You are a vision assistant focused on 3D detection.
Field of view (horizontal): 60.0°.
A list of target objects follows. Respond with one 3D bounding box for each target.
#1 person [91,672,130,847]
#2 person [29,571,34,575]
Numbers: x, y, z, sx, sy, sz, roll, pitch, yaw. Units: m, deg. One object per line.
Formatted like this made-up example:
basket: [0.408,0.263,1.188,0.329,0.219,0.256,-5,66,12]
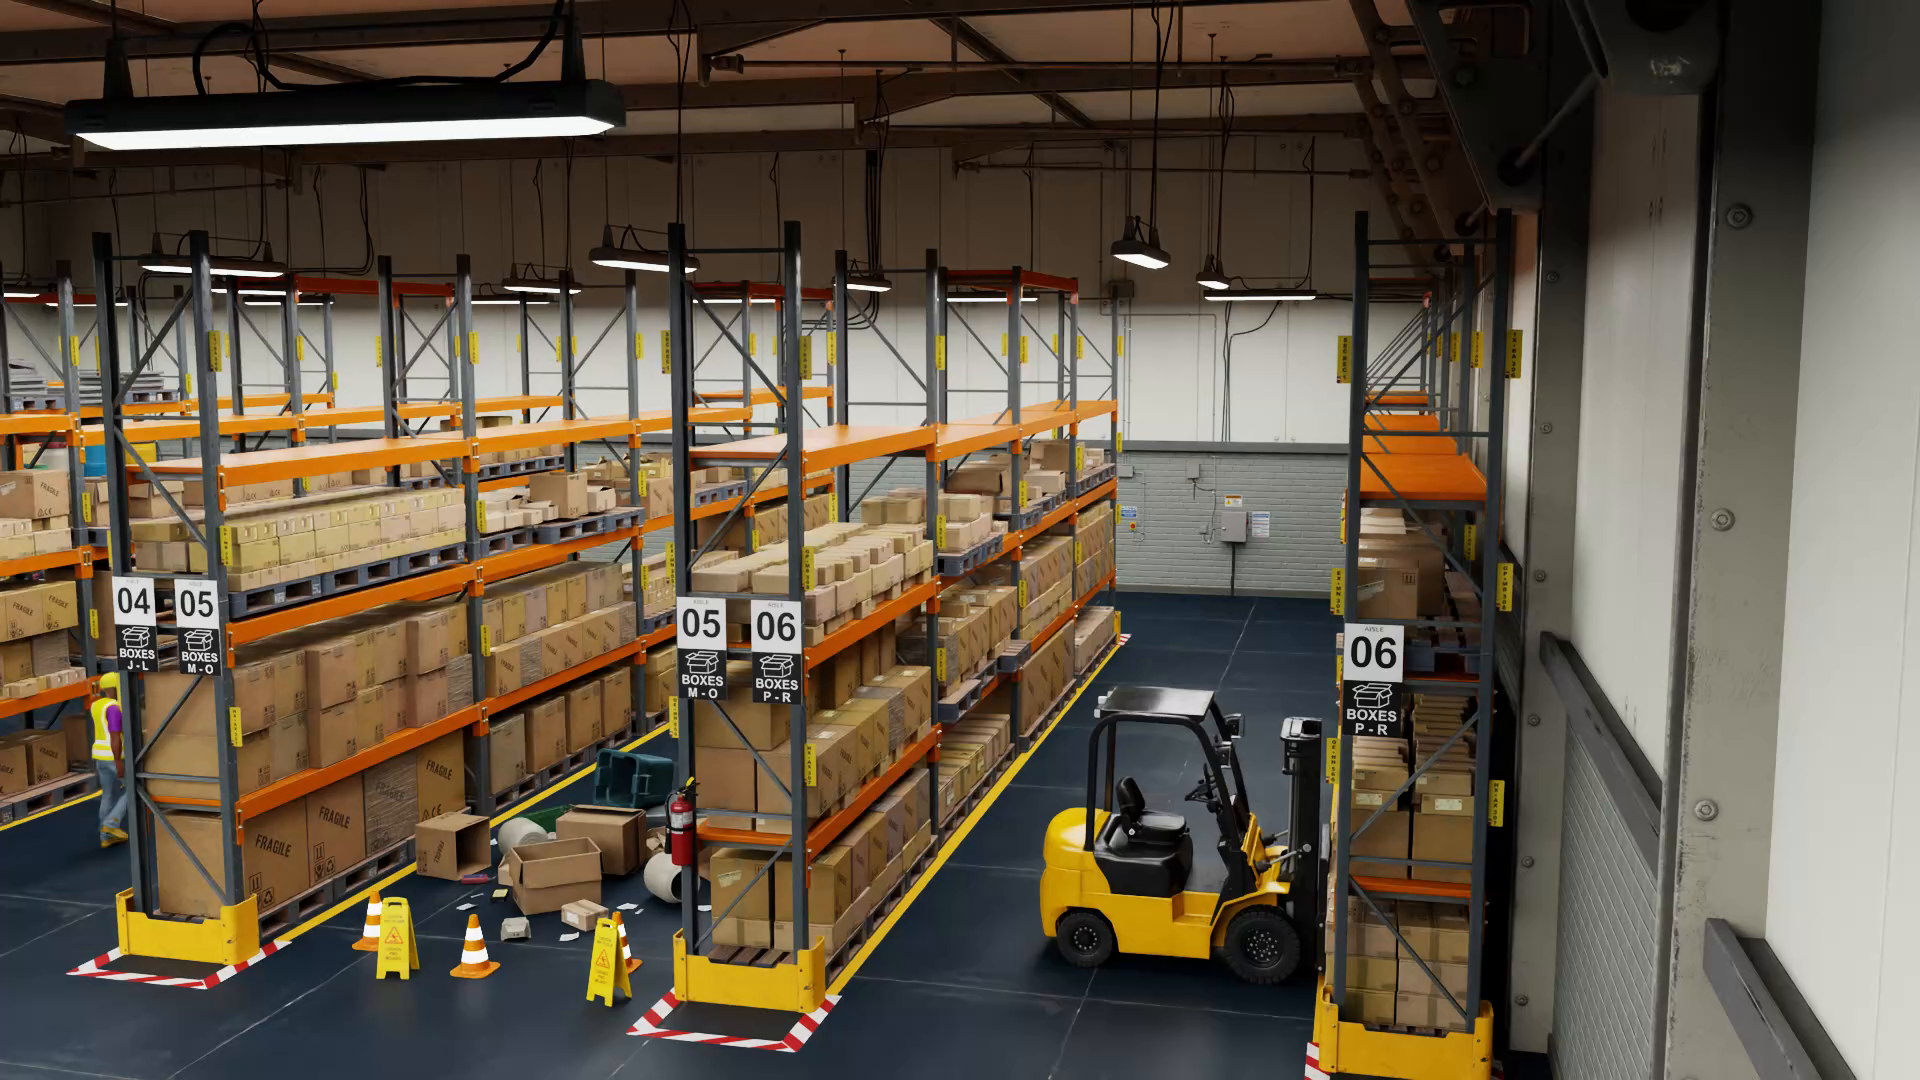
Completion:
person: [-8.648,2.229,16.944,0.601,1.754,0.510,3,8,25]
person: [-19.575,0.131,34.947,0.599,1.534,0.440,2,7,15]
